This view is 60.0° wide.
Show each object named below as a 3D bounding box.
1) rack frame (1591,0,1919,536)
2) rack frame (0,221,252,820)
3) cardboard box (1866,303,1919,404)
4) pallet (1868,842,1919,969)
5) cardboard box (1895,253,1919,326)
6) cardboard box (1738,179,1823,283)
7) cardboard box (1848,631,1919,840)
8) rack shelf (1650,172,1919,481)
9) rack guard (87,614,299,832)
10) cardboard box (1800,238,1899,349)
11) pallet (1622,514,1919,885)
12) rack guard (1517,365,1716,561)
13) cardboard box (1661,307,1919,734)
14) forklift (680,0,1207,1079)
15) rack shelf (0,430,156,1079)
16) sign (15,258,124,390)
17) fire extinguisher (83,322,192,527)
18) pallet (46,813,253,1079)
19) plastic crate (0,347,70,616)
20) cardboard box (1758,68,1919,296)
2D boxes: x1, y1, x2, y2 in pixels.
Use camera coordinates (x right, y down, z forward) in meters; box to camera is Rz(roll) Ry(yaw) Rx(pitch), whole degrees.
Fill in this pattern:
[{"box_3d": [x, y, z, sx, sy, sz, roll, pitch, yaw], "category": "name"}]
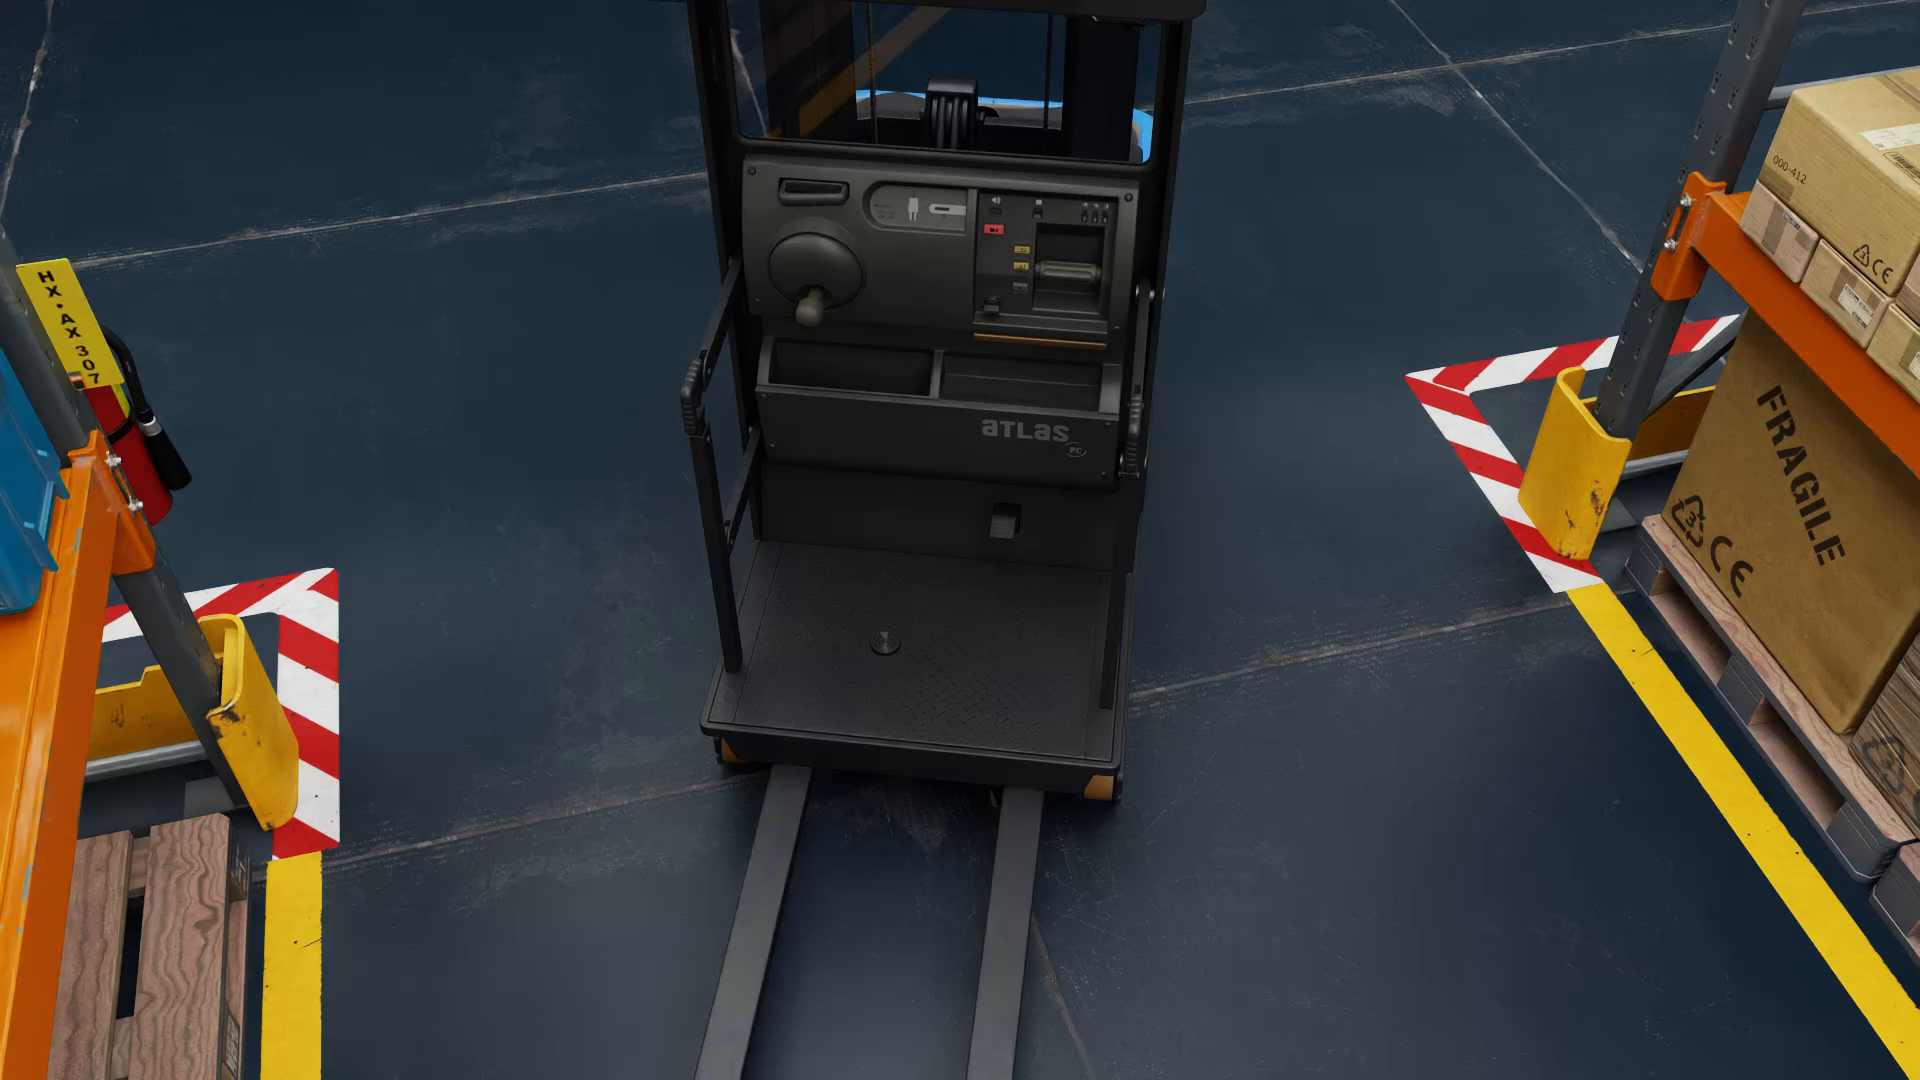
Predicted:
[{"box_3d": [2.405, -1.183, 4.309, 1.000, 3.000, 0.127, -11, 47, -10], "category": "rack frame"}, {"box_3d": [-2.383, -0.278, 3.422, 1.000, 3.000, 0.127, -11, 47, -10], "category": "rack frame"}, {"box_3d": [2.309, -0.436, 3.753, 0.380, 0.149, 0.250, -12, 47, -11], "category": "cardboard box"}, {"box_3d": [2.994, 1.171, 3.954, 1.003, 0.211, 1.213, -11, 47, -10], "category": "pallet"}, {"box_3d": [2.406, -0.496, 3.533, 0.500, 0.250, 0.500, -11, 47, -11], "category": "cardboard box"}, {"box_3d": [2.176, -0.790, 4.100, 0.380, 0.149, 0.250, -10, 46, -10], "category": "cardboard box"}, {"box_3d": [2.879, 0.469, 3.884, 0.875, 0.875, 0.875, -11, 47, -10], "category": "cardboard box"}, {"box_3d": [2.917, 0.449, 3.213, 1.077, 0.370, 4.000, -11, 47, -10], "category": "rack shelf"}, {"box_3d": [-2.402, 0.583, 4.329, 1.175, 0.500, 0.348, -11, 47, -10], "category": "rack guard"}, {"box_3d": [2.244, -0.613, 3.926, 0.380, 0.149, 0.250, -11, 47, -11], "category": "cardboard box"}, {"box_3d": [2.685, 0.330, 4.778, 1.003, 0.211, 1.213, -11, 47, -10], "category": "pallet"}, {"box_3d": [2.398, -0.325, 5.218, 1.175, 0.500, 0.348, -11, 47, -10], "category": "rack guard"}, {"box_3d": [2.646, -0.159, 4.500, 0.875, 0.875, 0.875, -11, 47, -10], "category": "cardboard box"}, {"box_3d": [-0.077, -0.585, 3.771, 1.130, 2.935, 3.031, 5, 46, 5], "category": "forklift"}, {"box_3d": [-1.871, 1.355, 2.326, 1.077, 0.370, 4.000, -11, 47, -10], "category": "rack shelf"}, {"box_3d": [-1.856, -0.447, 3.473, 0.100, 0.325, 0.005, -11, 47, -10], "category": "sign"}, {"box_3d": [-1.983, -0.307, 3.766, 0.296, 0.674, 0.183, -11, 47, -10], "category": "fire extinguisher"}, {"box_3d": [-2.210, 1.275, 3.853, 1.003, 0.211, 1.213, -11, 47, -10], "category": "pallet"}, {"box_3d": [-2.117, -0.114, 3.195, 0.616, 0.435, 0.499, -11, 47, -10], "category": "plastic crate"}, {"box_3d": [2.266, -0.854, 3.884, 0.500, 0.250, 0.500, -12, 47, -11], "category": "cardboard box"}]
